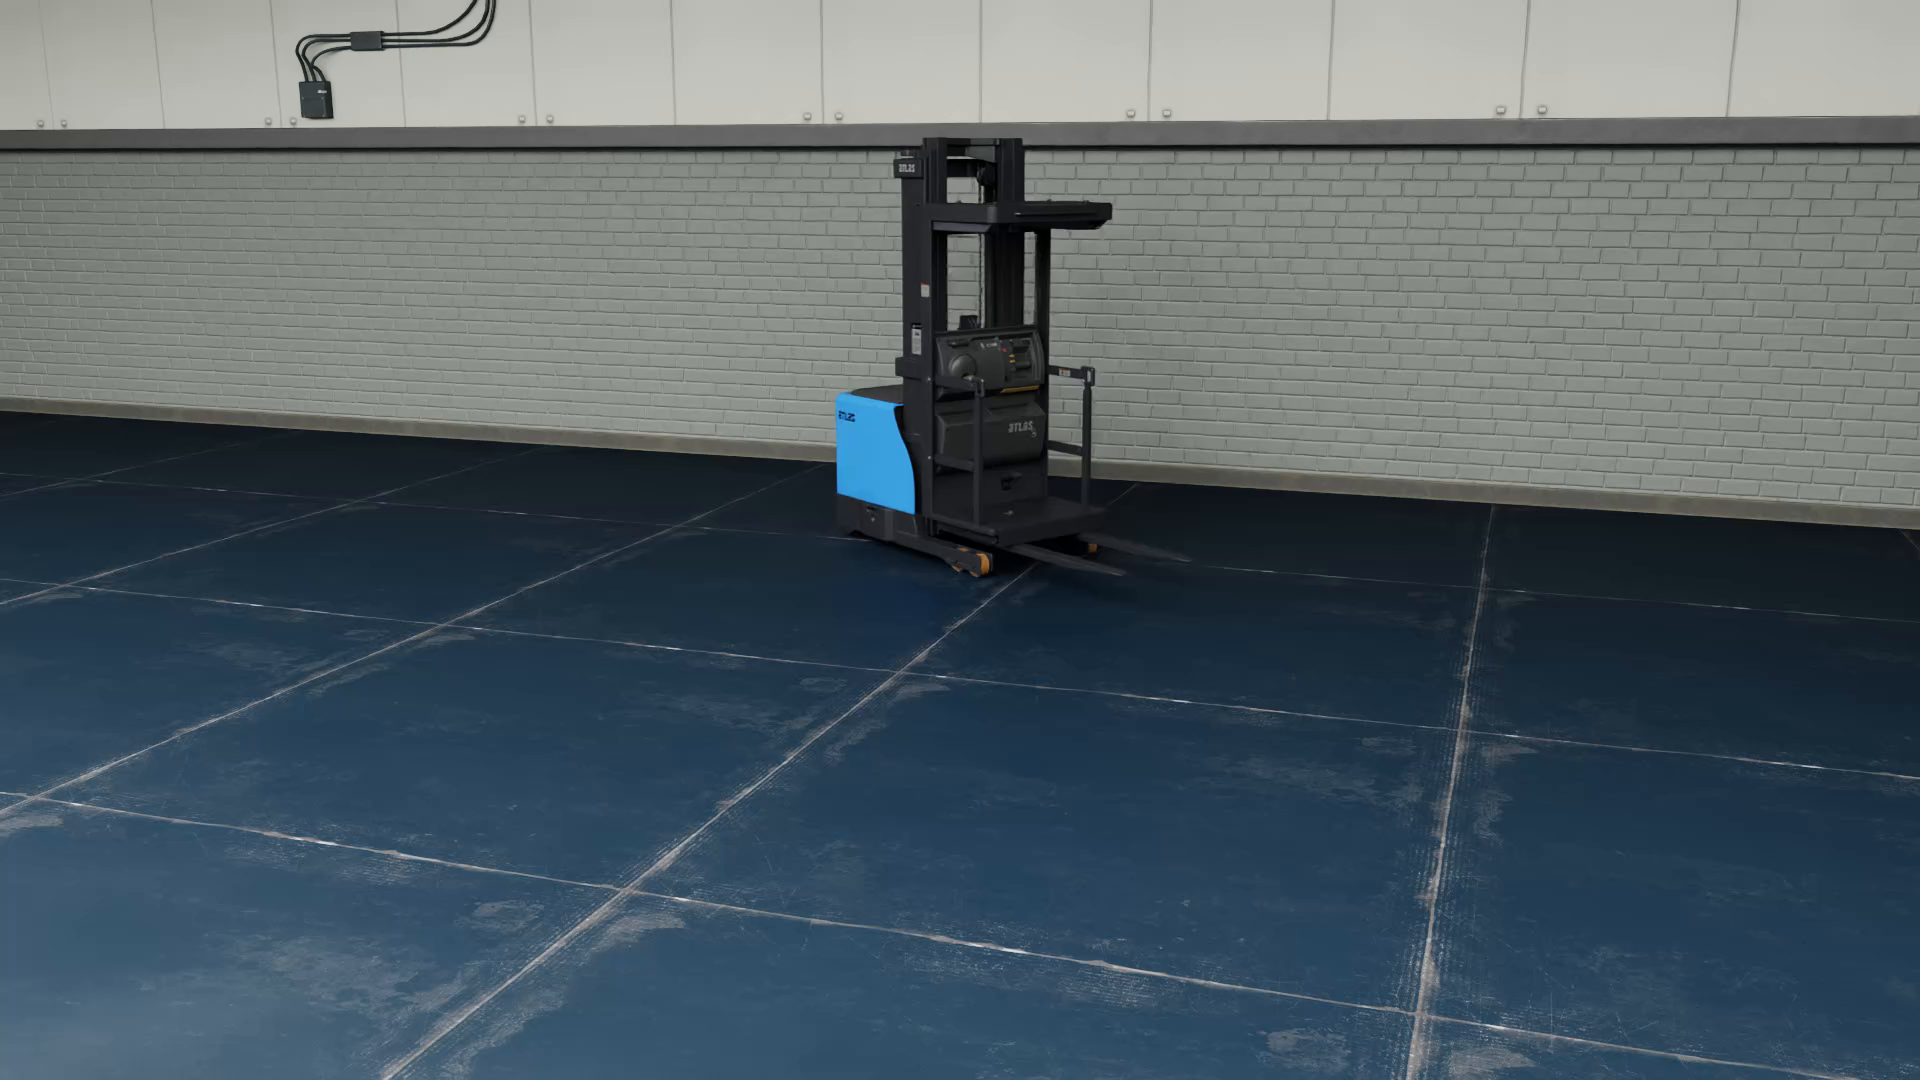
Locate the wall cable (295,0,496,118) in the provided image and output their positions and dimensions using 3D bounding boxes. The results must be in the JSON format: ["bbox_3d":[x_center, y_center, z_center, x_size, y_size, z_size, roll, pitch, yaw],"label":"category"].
[{"bbox_3d":[-5.518,-7.098,15.719,2.305,6.003,0.169,4,14,18],"label":"wall cable"}]

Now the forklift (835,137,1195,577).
[{"bbox_3d":[0.349,-1.300,11.597,1.130,2.935,3.031,-10,16,-37],"label":"forklift"}]
